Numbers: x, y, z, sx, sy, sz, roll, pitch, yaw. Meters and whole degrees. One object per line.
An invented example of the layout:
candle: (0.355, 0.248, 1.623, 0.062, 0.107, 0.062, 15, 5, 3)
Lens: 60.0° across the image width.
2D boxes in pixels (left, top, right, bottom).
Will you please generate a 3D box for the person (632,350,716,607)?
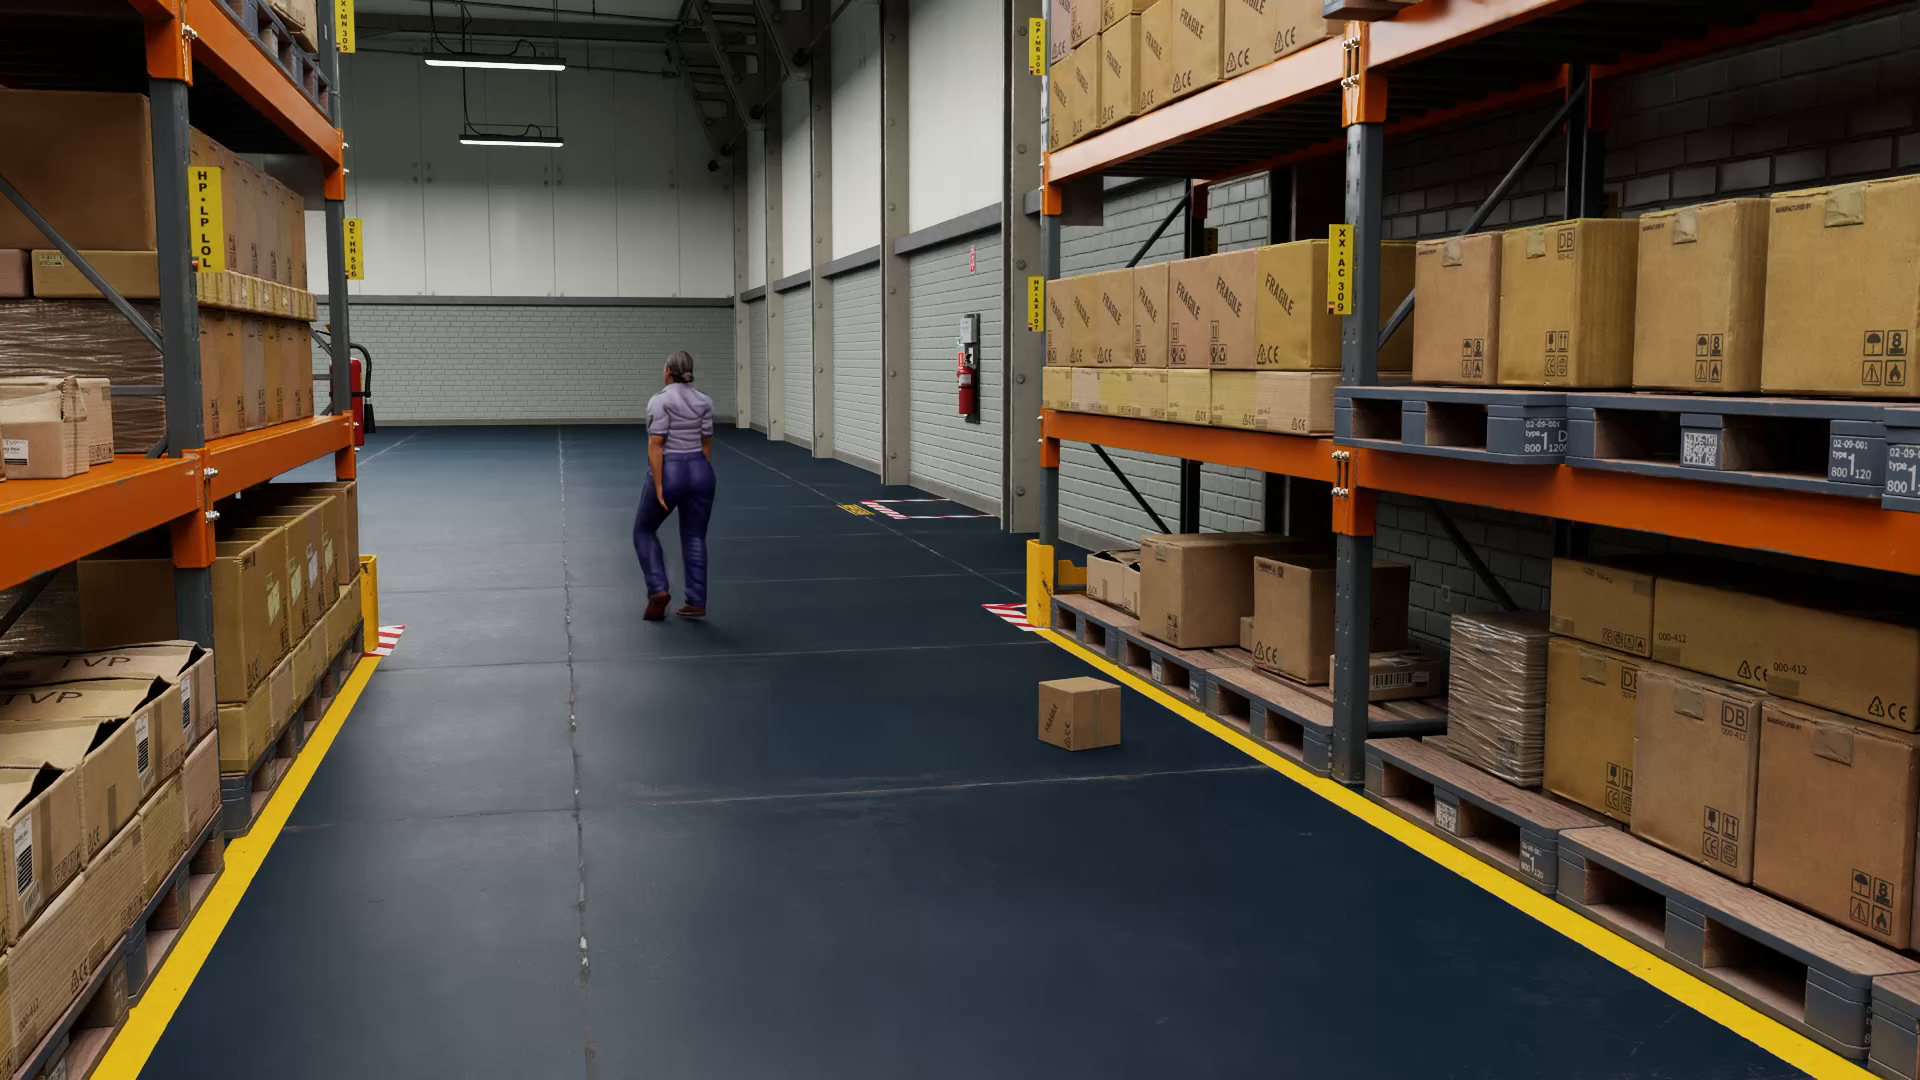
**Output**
person: (-1.753, -0.382, 10.246, 0.469, 1.563, 0.482, -4, 7, -33)
